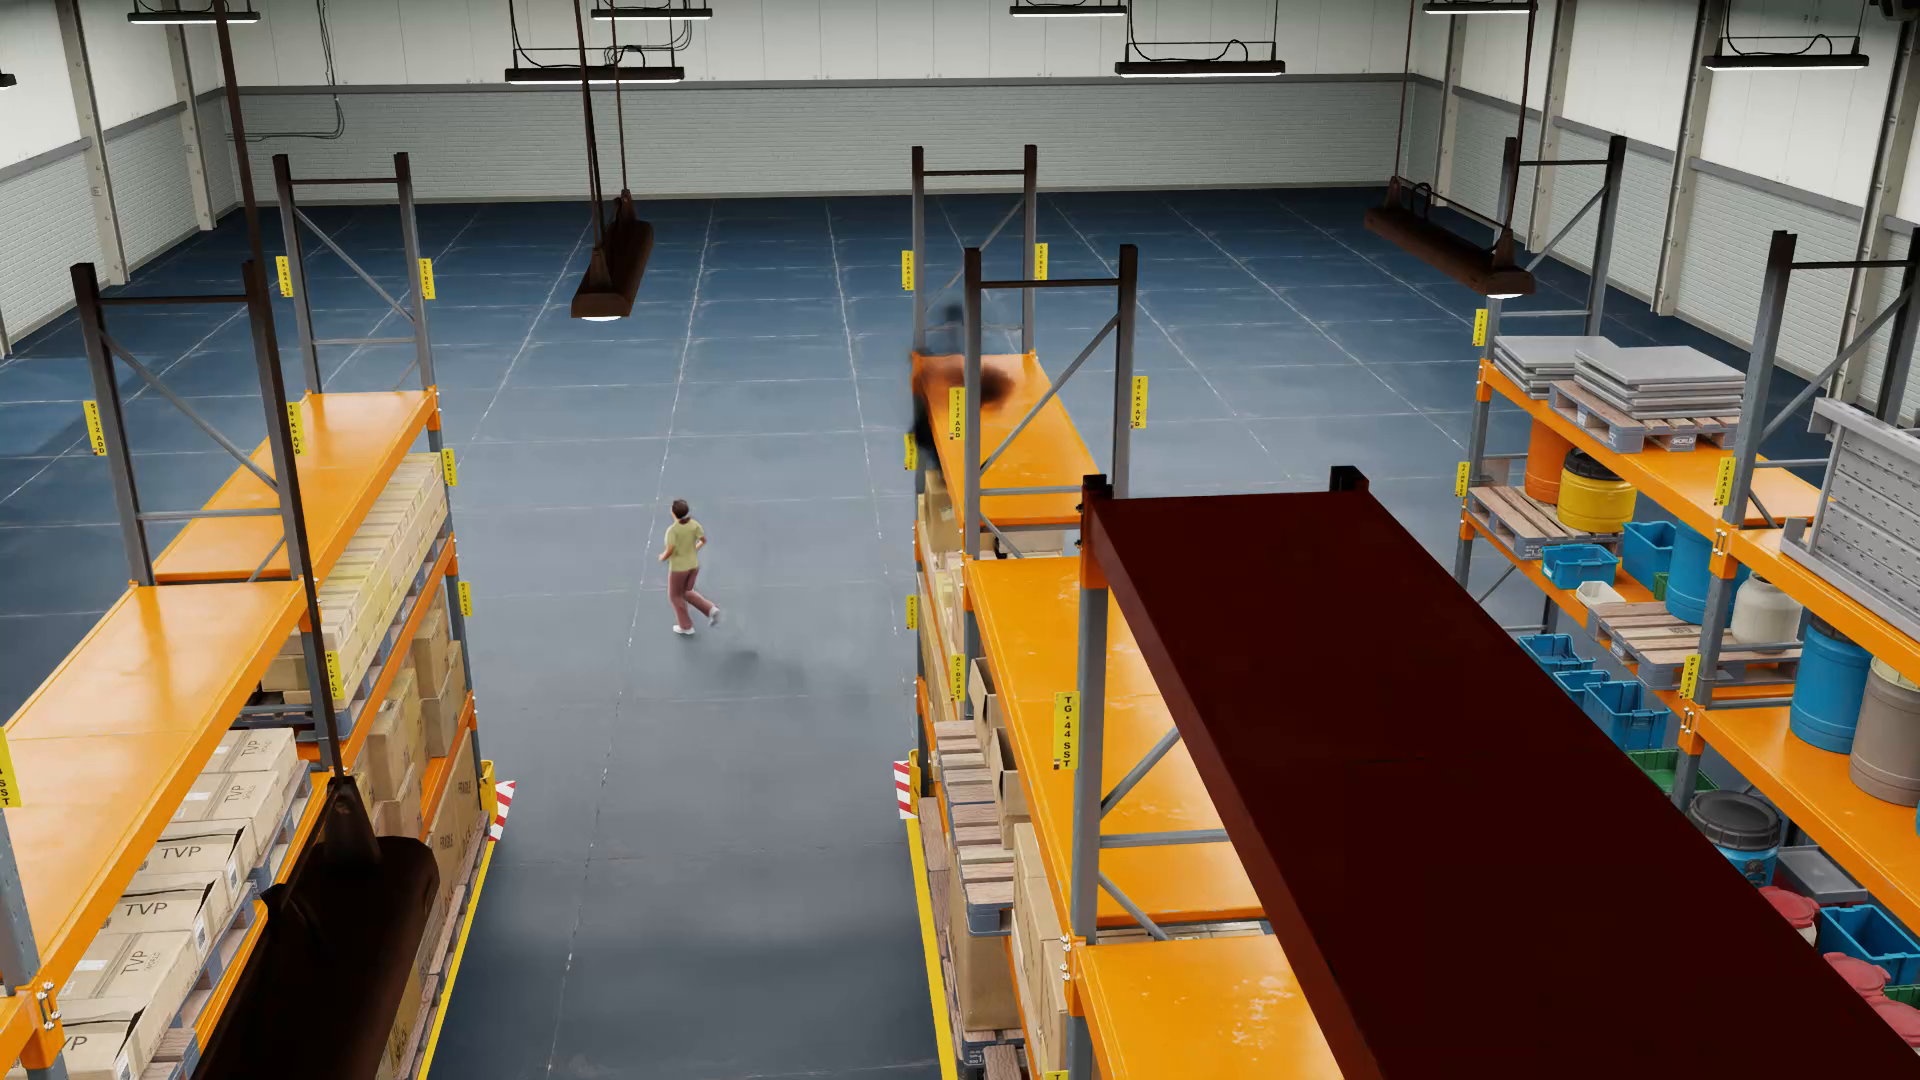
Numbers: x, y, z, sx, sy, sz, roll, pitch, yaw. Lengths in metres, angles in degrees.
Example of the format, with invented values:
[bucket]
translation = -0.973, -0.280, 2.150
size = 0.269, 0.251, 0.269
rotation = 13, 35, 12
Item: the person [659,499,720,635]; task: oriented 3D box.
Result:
[person]
translation = -3.055, 0.341, 18.594
size = 0.635, 1.644, 0.580
rotation = 16, 27, 36
